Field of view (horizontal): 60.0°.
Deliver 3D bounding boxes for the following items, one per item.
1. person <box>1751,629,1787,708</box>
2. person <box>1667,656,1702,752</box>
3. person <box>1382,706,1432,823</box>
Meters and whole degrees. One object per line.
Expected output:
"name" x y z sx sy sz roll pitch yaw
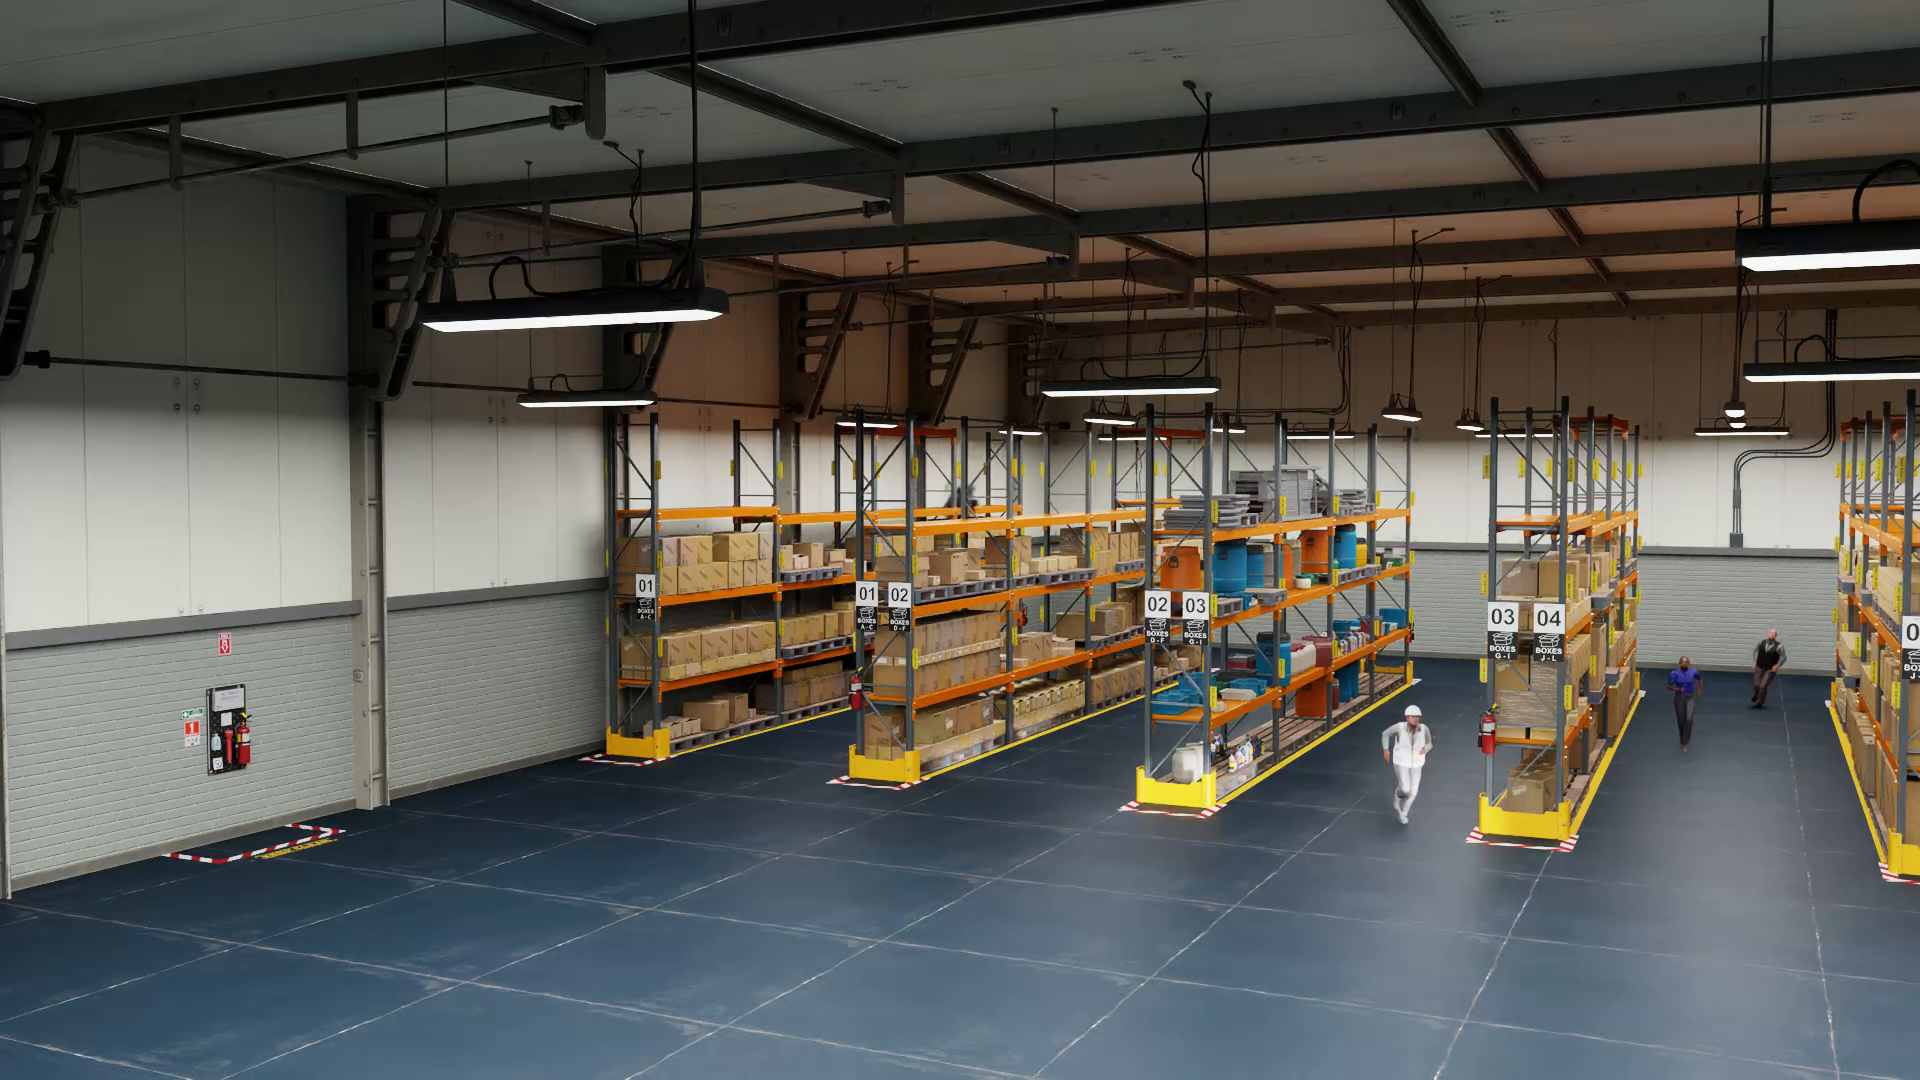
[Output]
"person" 16.998 2.704 34.971 0.716 1.666 0.560 2 3 39
"person" 13.029 2.949 29.913 0.597 1.721 0.825 1 3 21
"person" 6.330 3.136 23.448 0.644 1.630 0.710 0 2 -4
